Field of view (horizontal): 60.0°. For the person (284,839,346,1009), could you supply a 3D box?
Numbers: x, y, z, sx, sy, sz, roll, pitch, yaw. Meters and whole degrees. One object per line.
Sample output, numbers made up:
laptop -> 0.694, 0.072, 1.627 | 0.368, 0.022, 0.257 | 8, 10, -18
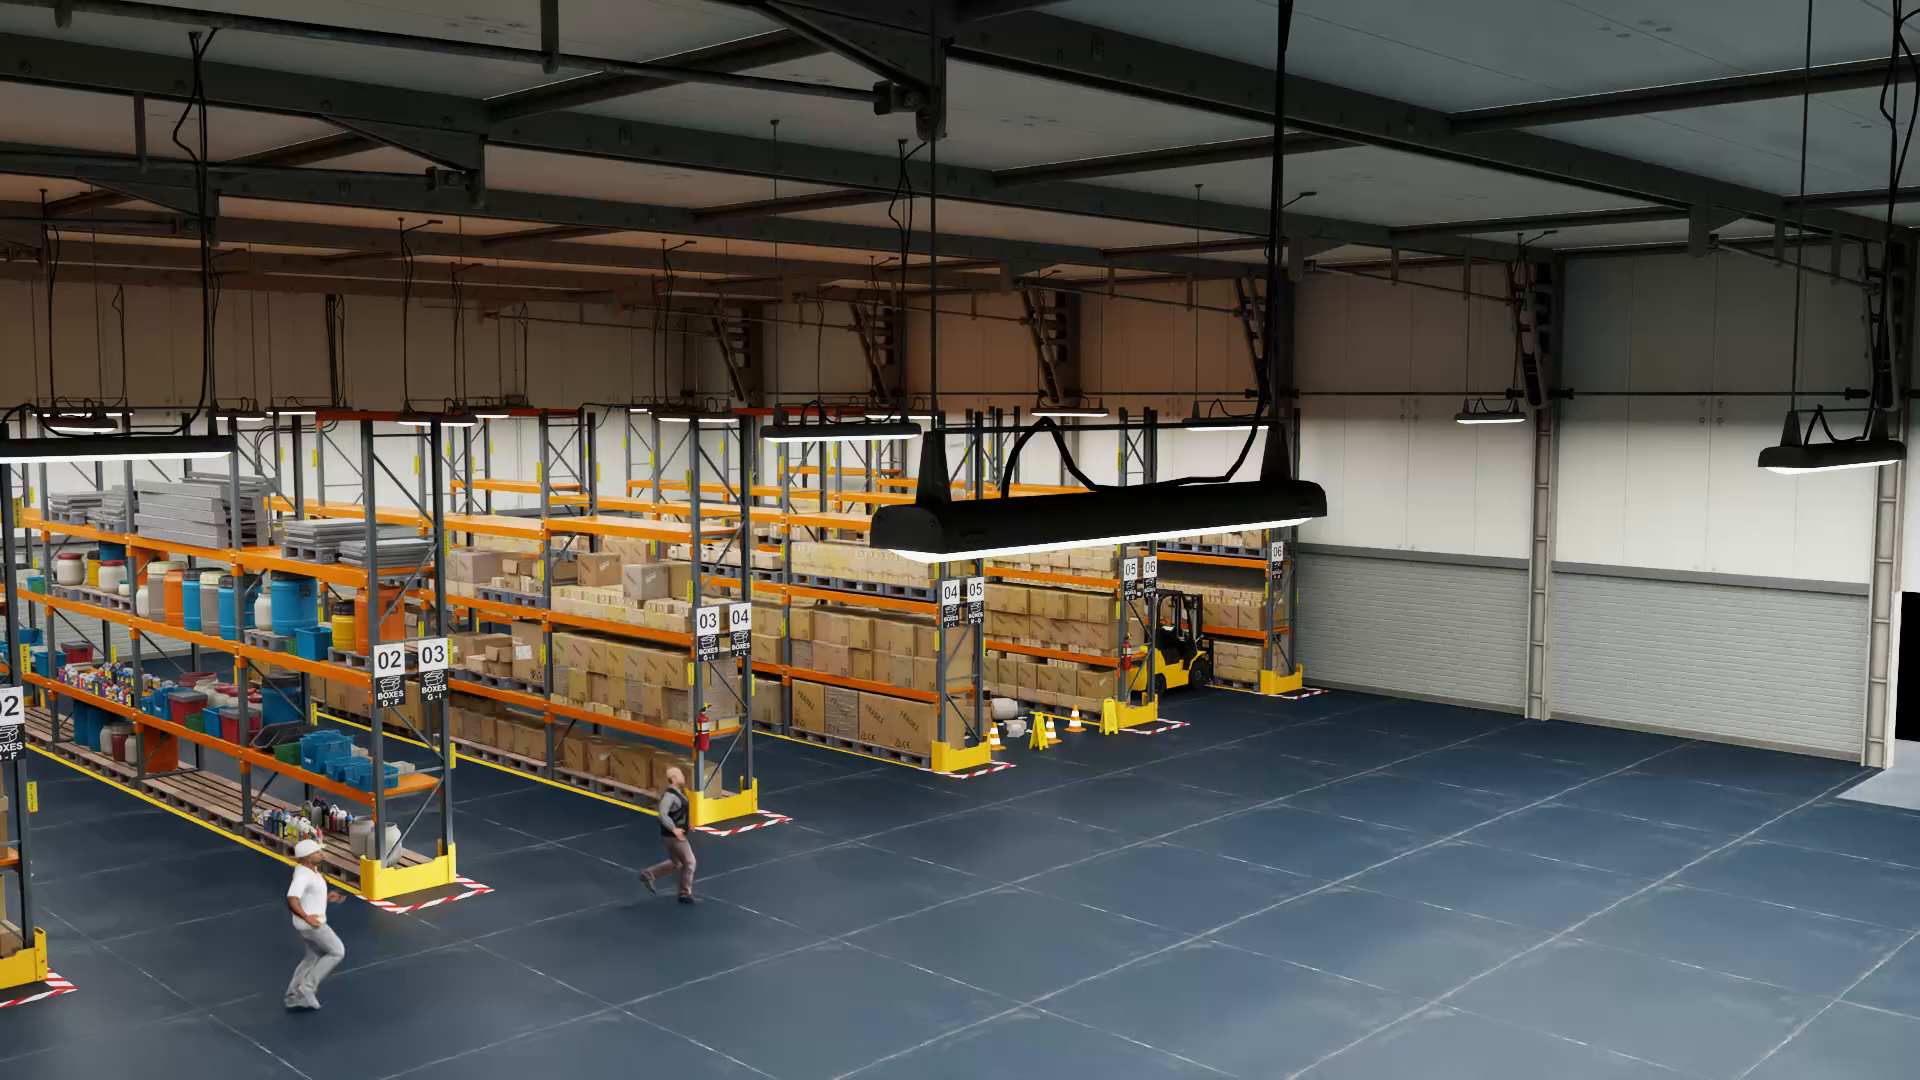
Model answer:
person -> -6.638, 3.940, 17.116 | 0.654, 1.742, 0.675 | -3, 6, -28

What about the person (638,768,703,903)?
person -> -3.606, 3.669, 20.648 | 0.788, 1.706, 0.678 | -1, 5, -9
